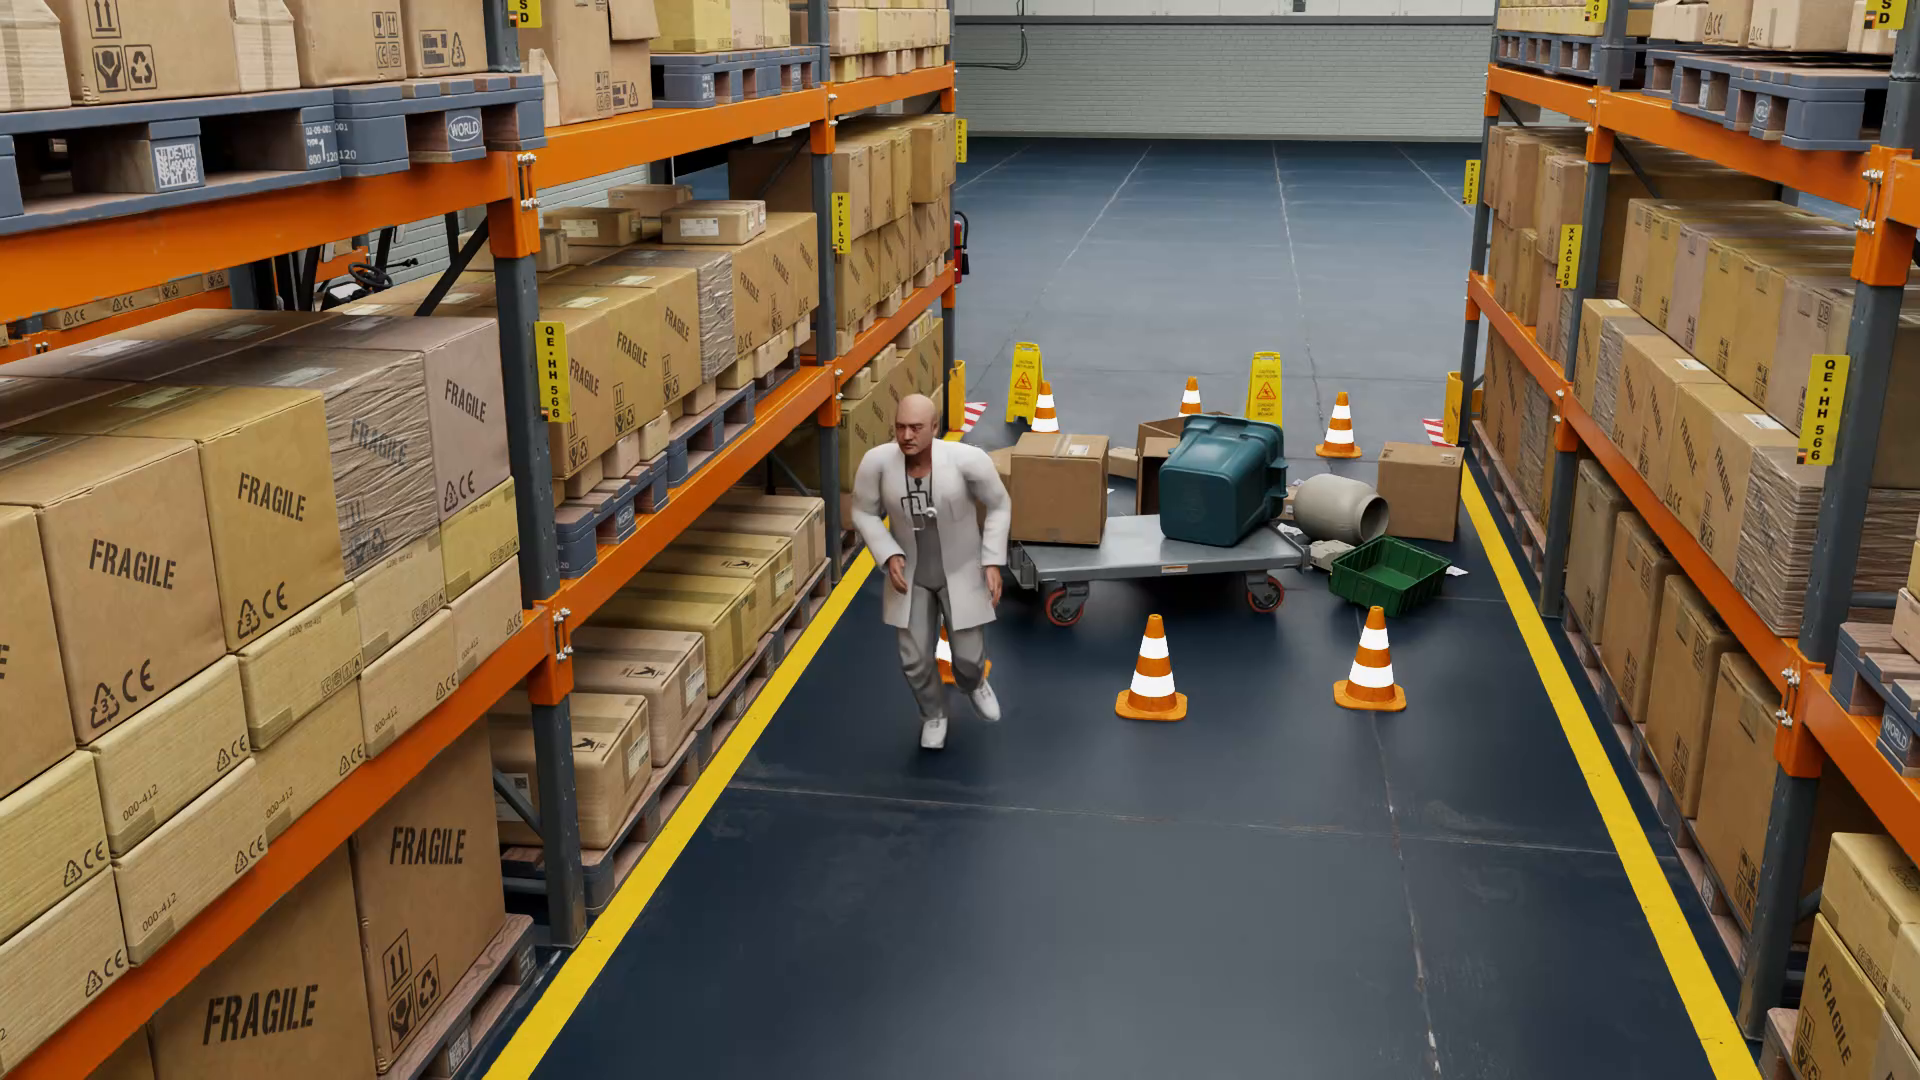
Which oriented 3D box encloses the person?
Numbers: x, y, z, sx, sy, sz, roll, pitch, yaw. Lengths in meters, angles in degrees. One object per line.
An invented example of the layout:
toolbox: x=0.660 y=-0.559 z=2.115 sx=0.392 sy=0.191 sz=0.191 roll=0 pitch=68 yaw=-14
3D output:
person: x=-0.116 y=0.131 z=7.324 sx=0.688 sy=1.672 sz=0.827 roll=3 pitch=18 yaw=9
